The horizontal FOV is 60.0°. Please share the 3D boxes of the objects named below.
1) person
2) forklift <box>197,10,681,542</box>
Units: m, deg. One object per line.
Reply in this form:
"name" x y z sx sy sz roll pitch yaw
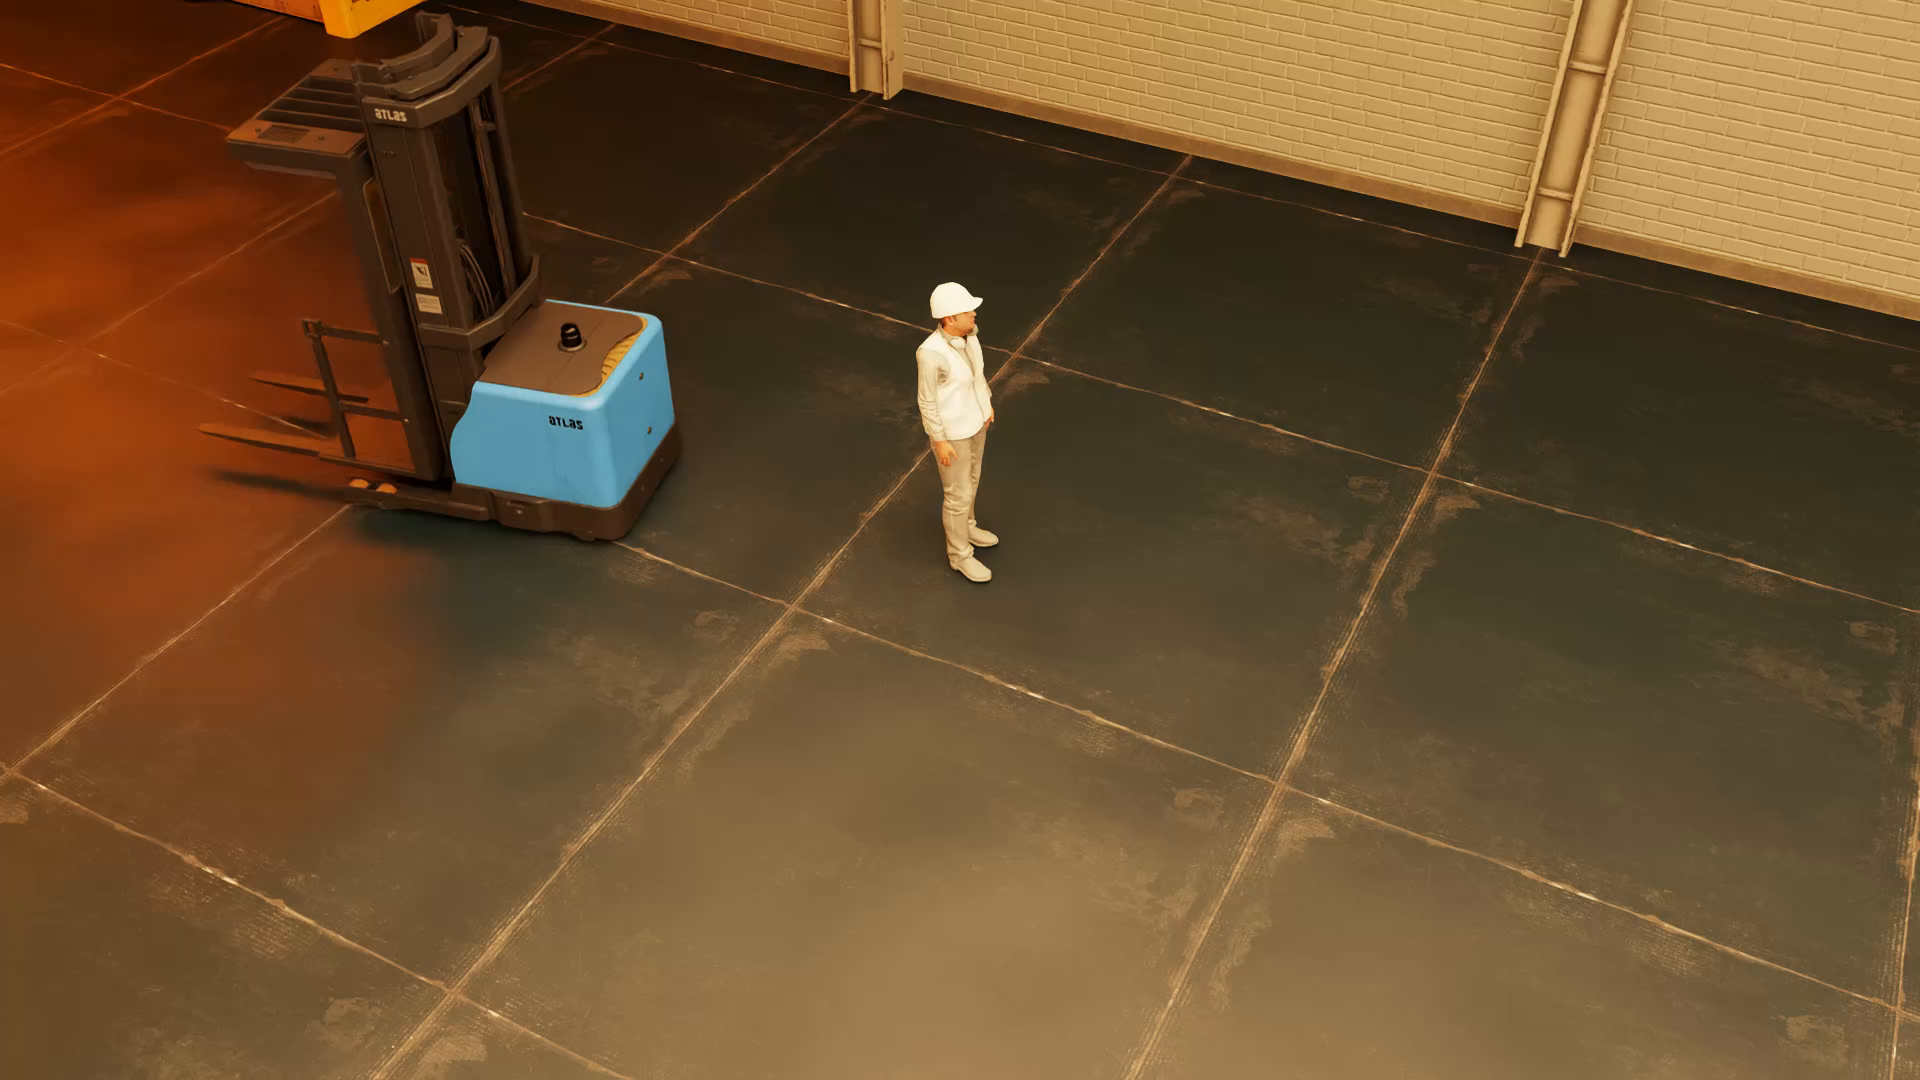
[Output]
"person" 0.053 -0.660 9.660 0.566 1.770 0.634 18 43 21
"forklift" -3.396 -1.628 9.920 3.031 2.935 1.130 10 41 11
